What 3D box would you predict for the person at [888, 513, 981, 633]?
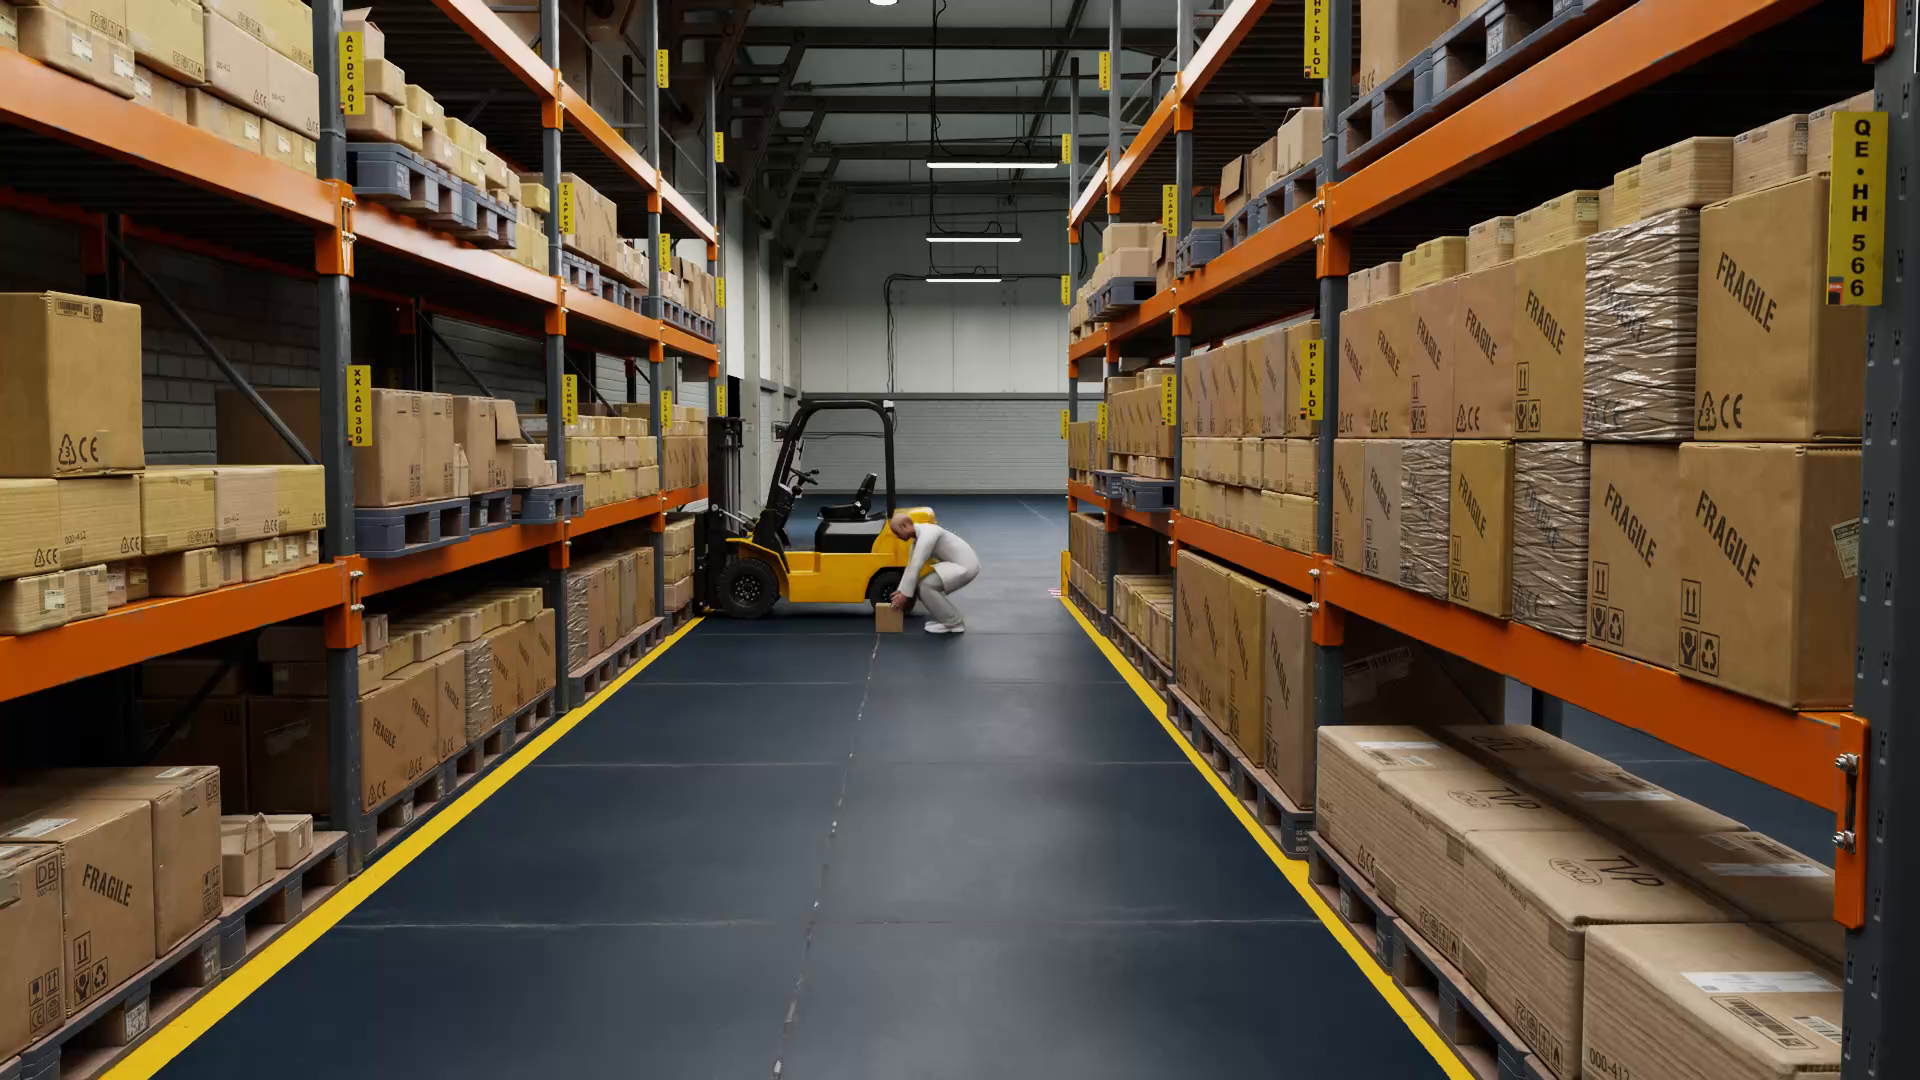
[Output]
[{"bbox_3d":[-0.236,0.302,15.359,0.867,1.092,0.616,0,4,-1],"label":"person"}]
